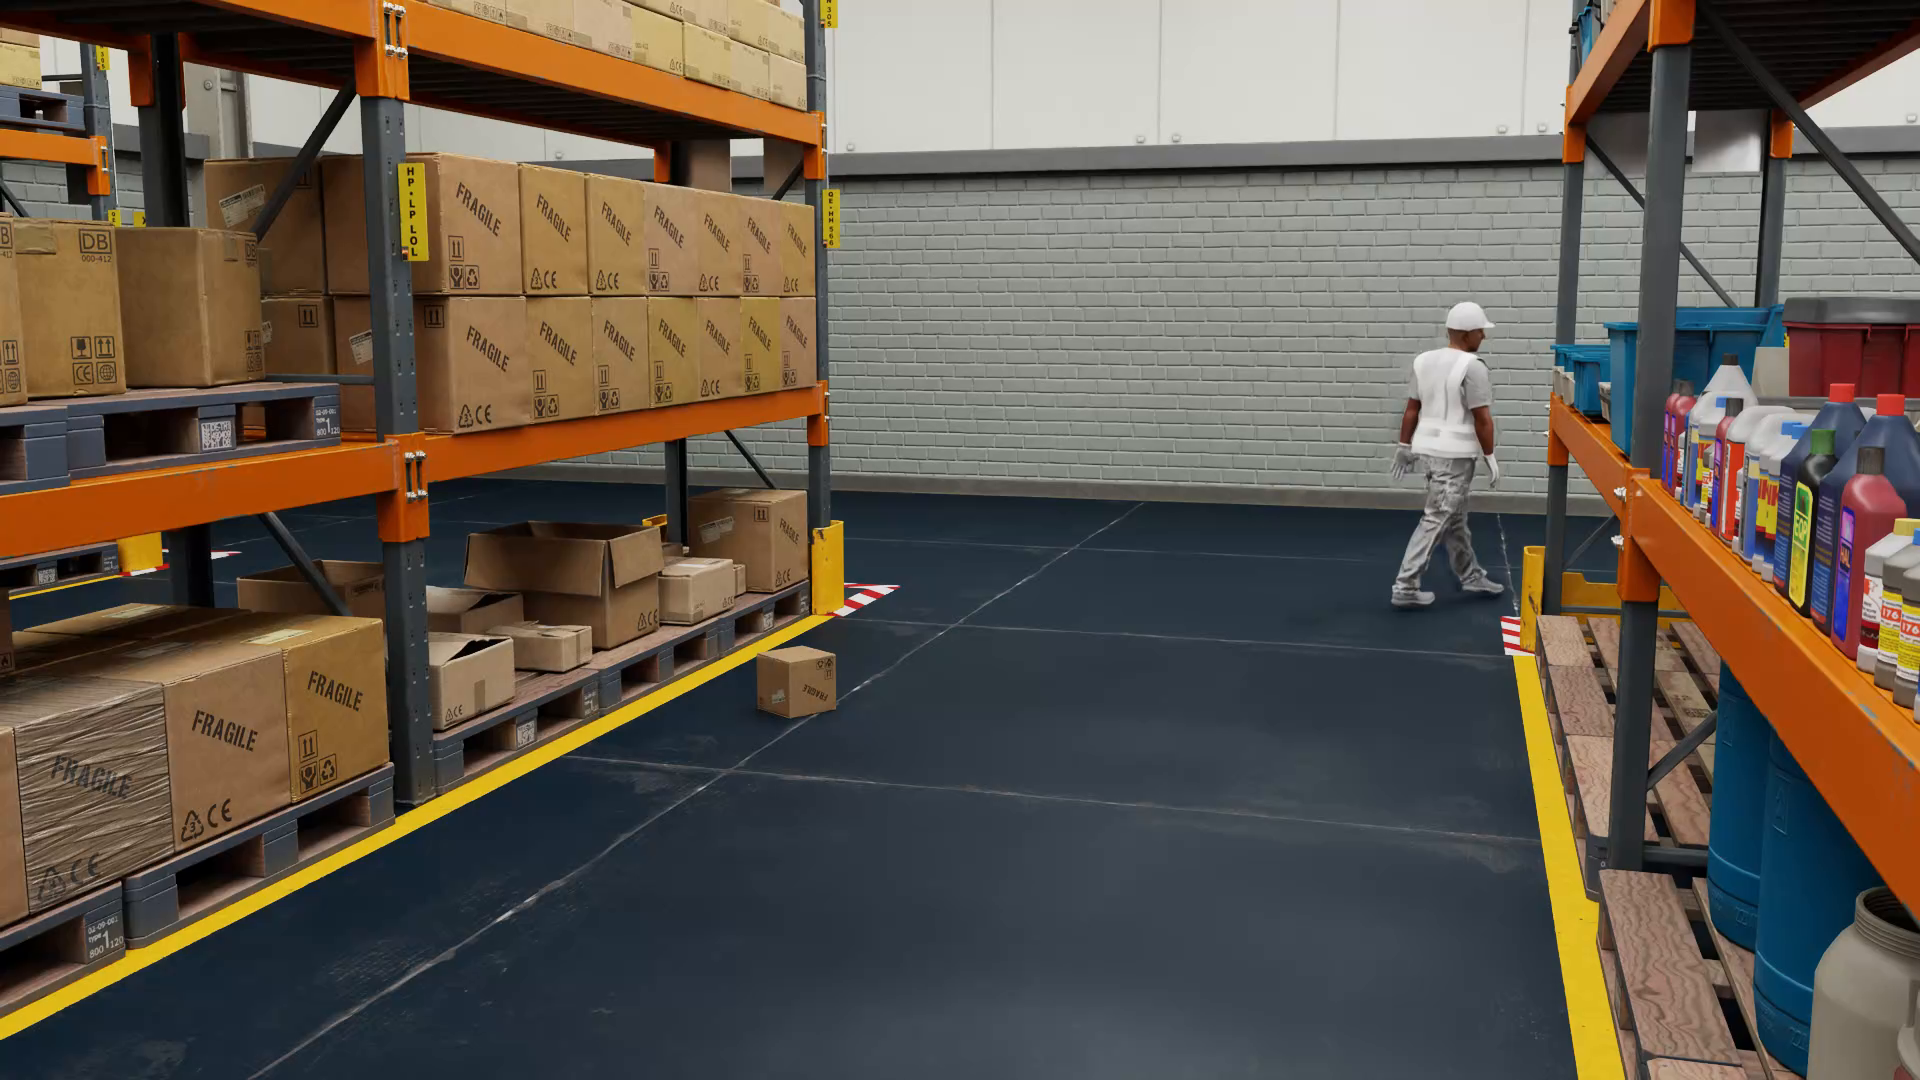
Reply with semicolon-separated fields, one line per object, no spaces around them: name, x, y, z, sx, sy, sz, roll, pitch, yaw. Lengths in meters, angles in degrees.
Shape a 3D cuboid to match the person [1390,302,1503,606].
person;2.918;-0.500;9.661;0.923;1.746;0.608;-3;9;-20
